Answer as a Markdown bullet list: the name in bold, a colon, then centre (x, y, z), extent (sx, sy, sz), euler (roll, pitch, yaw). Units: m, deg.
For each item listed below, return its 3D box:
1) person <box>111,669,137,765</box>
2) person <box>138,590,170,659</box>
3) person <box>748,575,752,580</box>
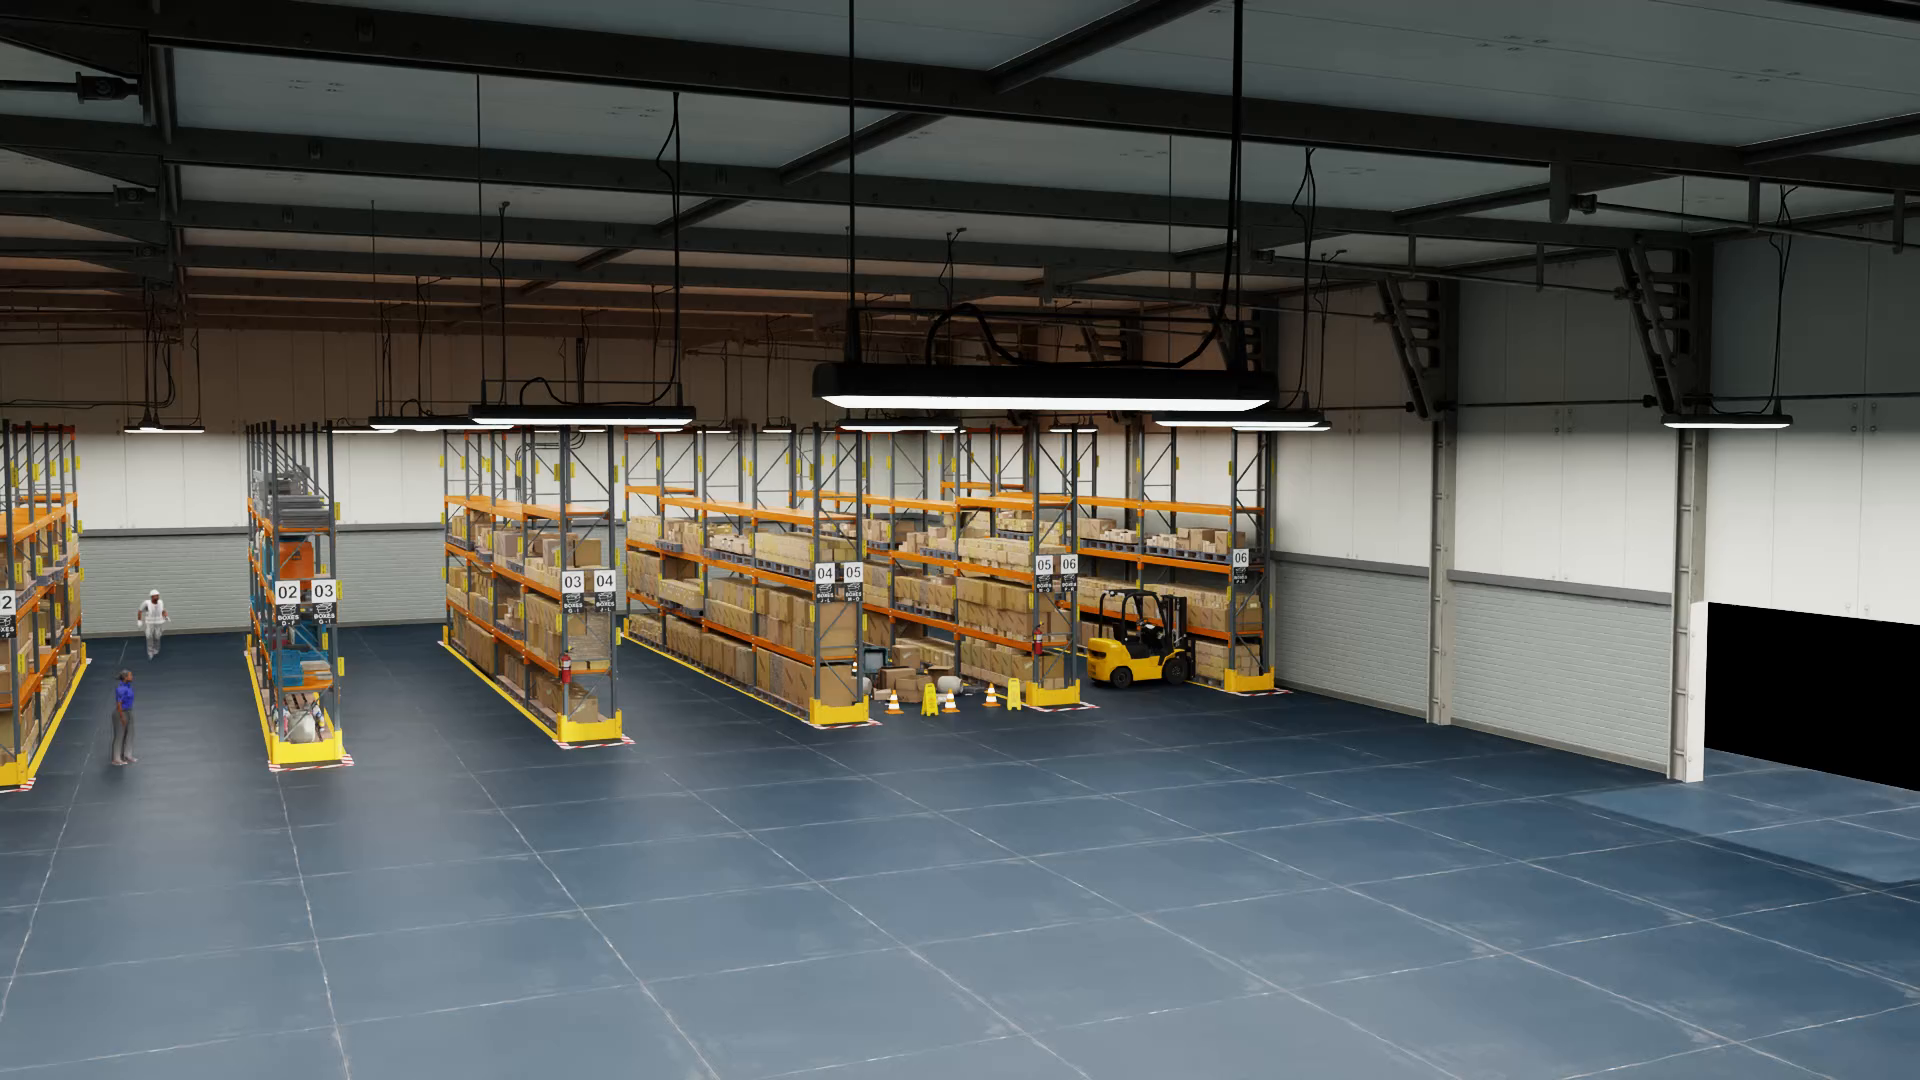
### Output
- **person**: centre (-14.616, 3.092, 29.070), extent (0.377, 1.652, 0.522), euler (0, 4, 3)
- **person**: centre (-20.891, 2.194, 43.101), extent (0.759, 1.807, 0.878), euler (-2, 4, -25)
- **person**: centre (-6.099, 1.830, 48.436), extent (0.609, 1.801, 0.461), euler (2, 4, 27)
